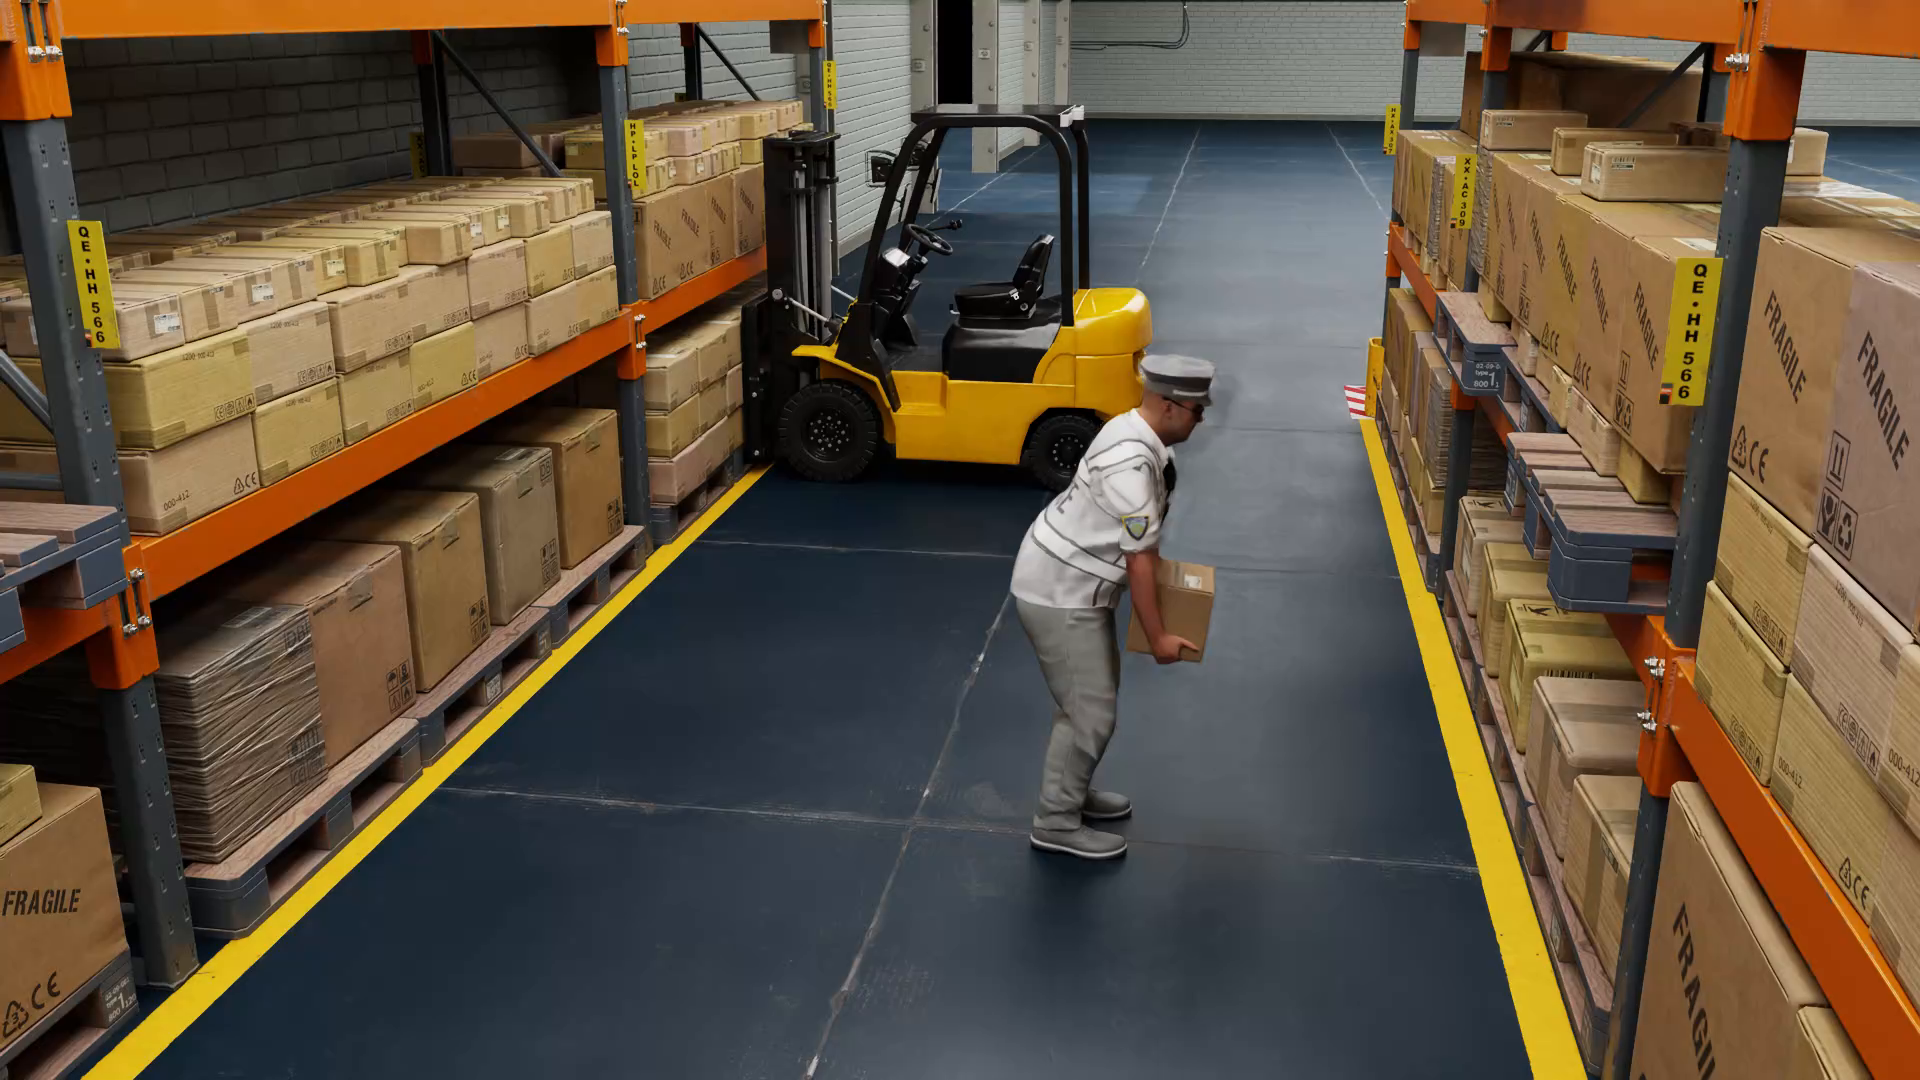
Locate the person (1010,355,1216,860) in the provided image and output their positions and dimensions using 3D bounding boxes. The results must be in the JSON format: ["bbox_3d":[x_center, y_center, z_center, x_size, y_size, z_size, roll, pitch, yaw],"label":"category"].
[{"bbox_3d":[0.489,0.213,5.519,0.641,1.675,0.478,3,18,8],"label":"person"}]
